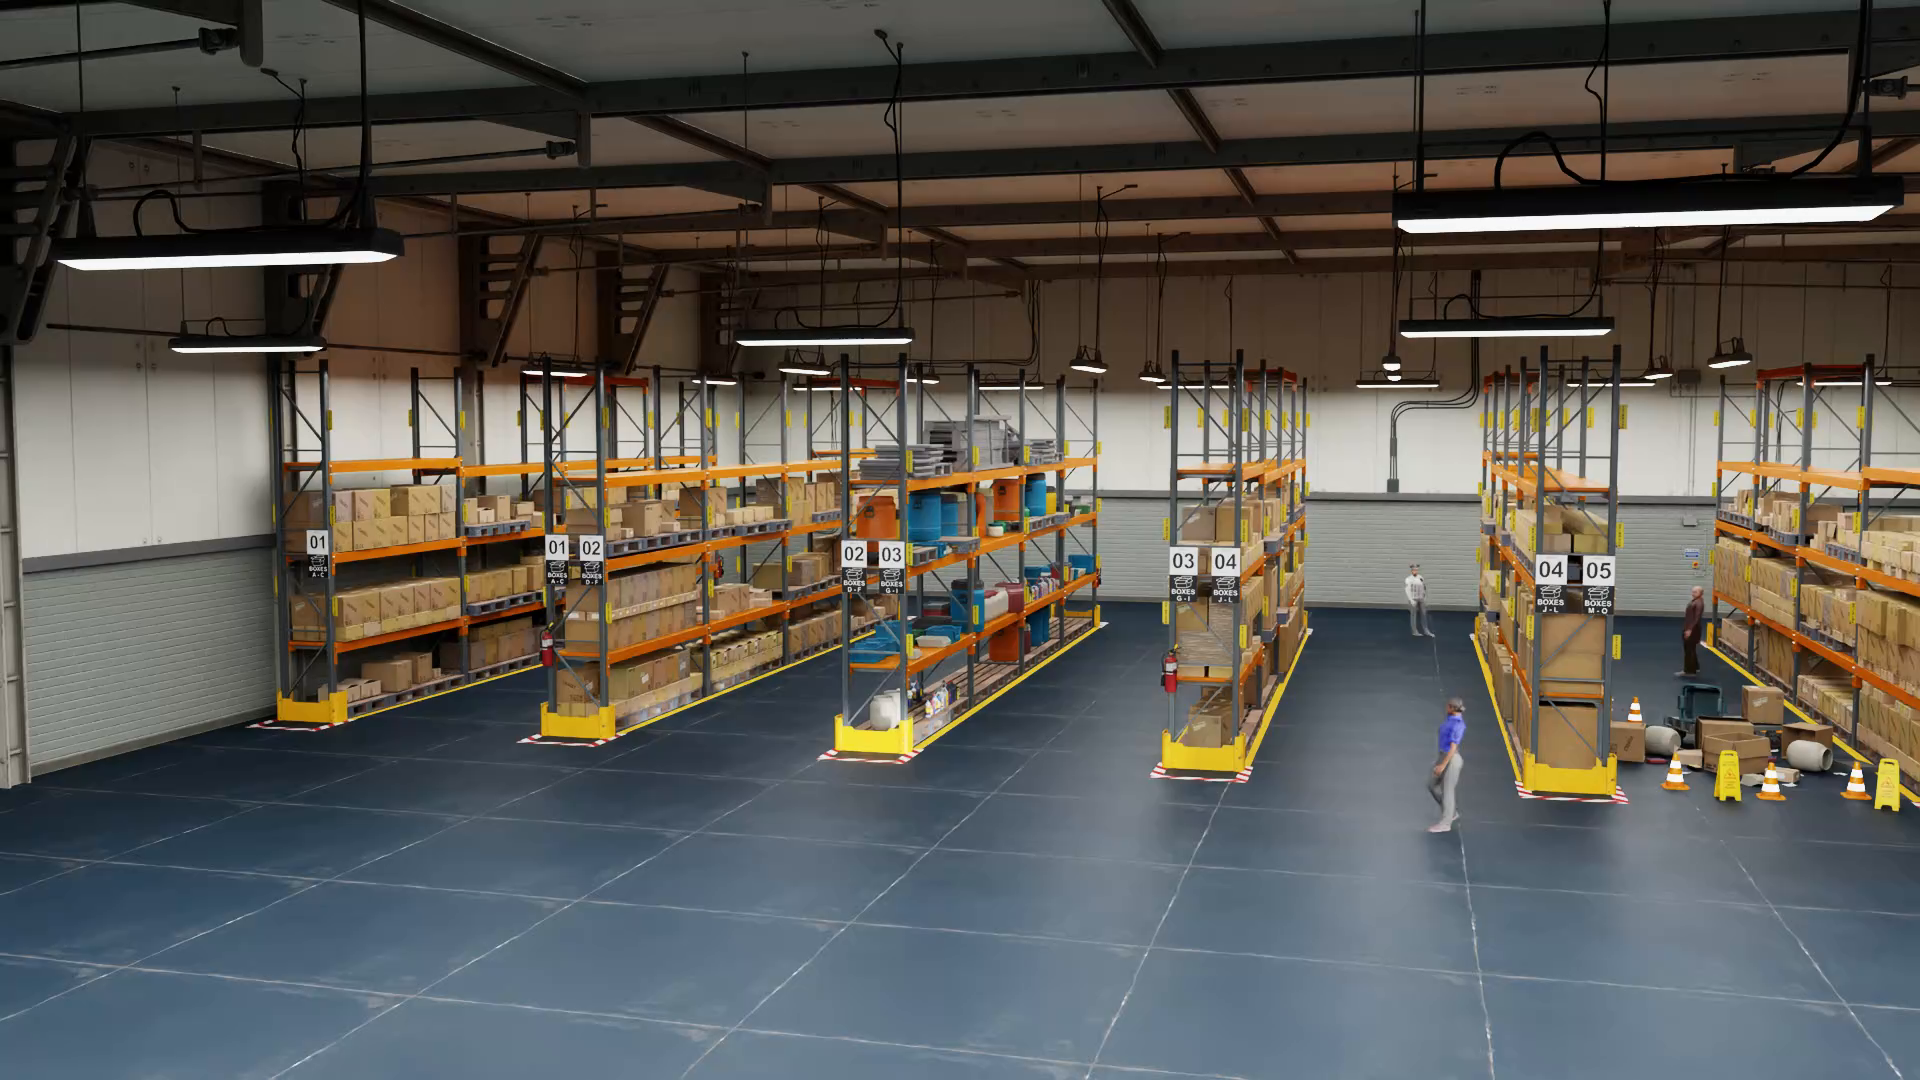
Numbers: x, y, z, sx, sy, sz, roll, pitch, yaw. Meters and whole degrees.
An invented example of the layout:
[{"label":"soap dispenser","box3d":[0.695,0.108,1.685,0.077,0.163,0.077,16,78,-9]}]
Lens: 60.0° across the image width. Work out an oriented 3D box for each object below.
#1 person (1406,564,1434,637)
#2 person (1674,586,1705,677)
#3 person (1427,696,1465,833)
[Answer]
[{"label":"person","box3d":[10.654,1.398,38.590,0.642,1.698,0.358,-1,4,-13]},{"label":"person","box3d":[14.230,1.797,32.379,0.524,1.809,0.622,3,5,34]},{"label":"person","box3d":[5.908,2.741,20.276,0.481,1.649,0.529,-1,4,-7]}]
